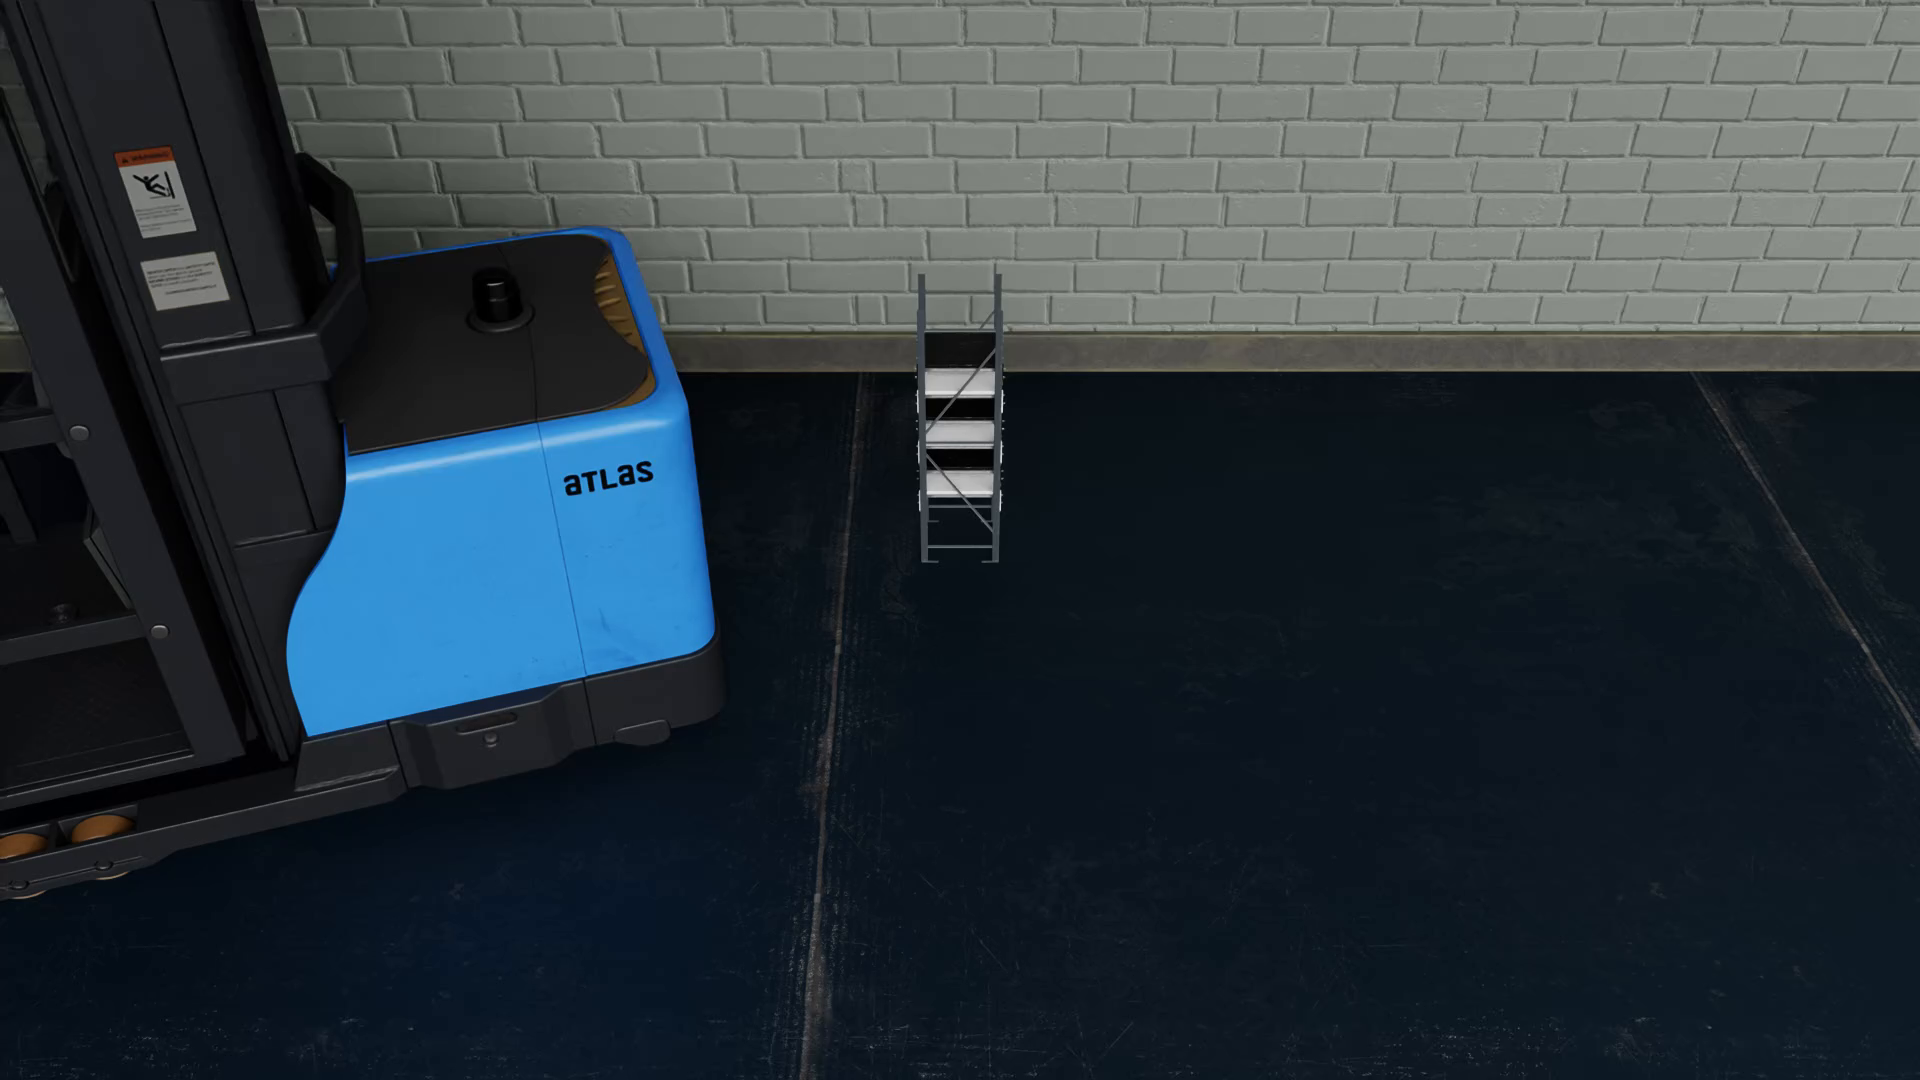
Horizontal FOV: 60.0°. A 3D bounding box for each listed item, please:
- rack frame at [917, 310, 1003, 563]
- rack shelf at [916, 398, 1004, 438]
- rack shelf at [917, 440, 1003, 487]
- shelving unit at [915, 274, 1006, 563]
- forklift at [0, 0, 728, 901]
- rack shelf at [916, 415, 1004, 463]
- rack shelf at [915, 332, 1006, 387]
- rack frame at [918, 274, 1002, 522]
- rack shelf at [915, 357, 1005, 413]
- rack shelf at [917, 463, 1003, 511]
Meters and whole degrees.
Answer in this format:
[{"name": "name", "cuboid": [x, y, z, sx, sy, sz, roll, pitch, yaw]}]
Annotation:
[{"name": "rack frame", "cuboid": [0.000, -0.282, 4.883, 0.240, 0.900, 0.006, 0, 39, 0]}, {"name": "rack shelf", "cuboid": [0.000, -0.390, 4.927, 0.258, 0.077, 0.200, 0, 39, 0]}, {"name": "rack shelf", "cuboid": [0.000, -0.250, 5.039, 0.258, 0.077, 0.200, 0, 39, 0]}, {"name": "shelving unit", "cuboid": [0.000, -0.346, 4.962, 0.258, 0.900, 0.210, 0, 39, 0]}, {"name": "forklift", "cuboid": [-2.215, -0.624, 3.685, 3.031, 2.935, 1.130, -12, 40, -14]}, {"name": "rack shelf", "cuboid": [0.000, -0.320, 4.983, 0.258, 0.077, 0.200, 0, 39, 0]}, {"name": "rack shelf", "cuboid": [0.000, -0.531, 4.814, 0.258, 0.077, 0.200, 0, 39, 0]}, {"name": "rack frame", "cuboid": [0.000, -0.410, 5.042, 0.240, 0.900, 0.006, 0, 39, 0]}, {"name": "rack shelf", "cuboid": [0.000, -0.461, 4.871, 0.258, 0.077, 0.200, 0, 39, 0]}, {"name": "rack shelf", "cuboid": [0.000, -0.180, 5.096, 0.258, 0.077, 0.200, 0, 39, 0]}]
